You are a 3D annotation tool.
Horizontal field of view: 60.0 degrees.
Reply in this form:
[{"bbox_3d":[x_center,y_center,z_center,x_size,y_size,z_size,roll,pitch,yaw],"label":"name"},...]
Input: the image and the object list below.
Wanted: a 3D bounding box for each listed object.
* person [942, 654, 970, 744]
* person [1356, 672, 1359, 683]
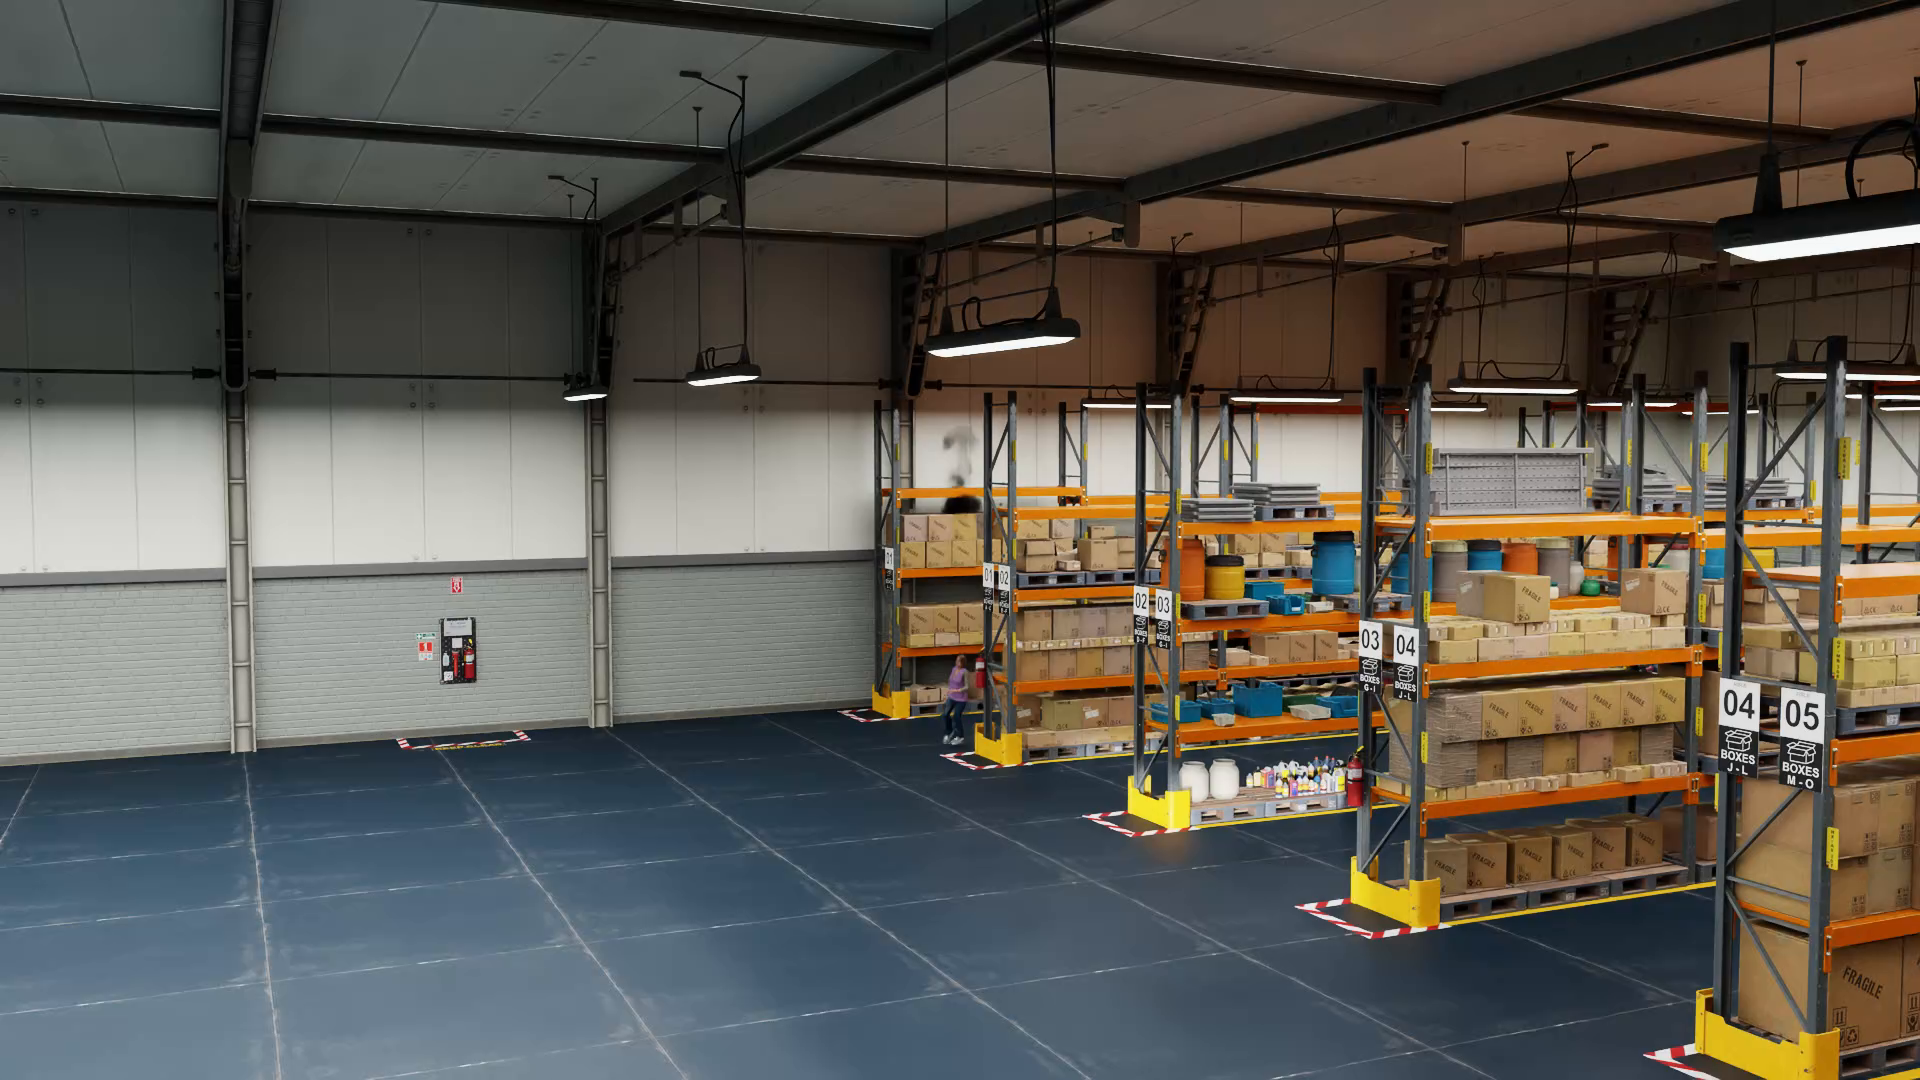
[{"bbox_3d":[-0.043,2.727,28.395,0.551,1.570,0.587,2,4,35],"label":"person"},{"bbox_3d":[8.053,2.442,32.705,0.583,1.634,0.586,-2,4,-28],"label":"person"}]
